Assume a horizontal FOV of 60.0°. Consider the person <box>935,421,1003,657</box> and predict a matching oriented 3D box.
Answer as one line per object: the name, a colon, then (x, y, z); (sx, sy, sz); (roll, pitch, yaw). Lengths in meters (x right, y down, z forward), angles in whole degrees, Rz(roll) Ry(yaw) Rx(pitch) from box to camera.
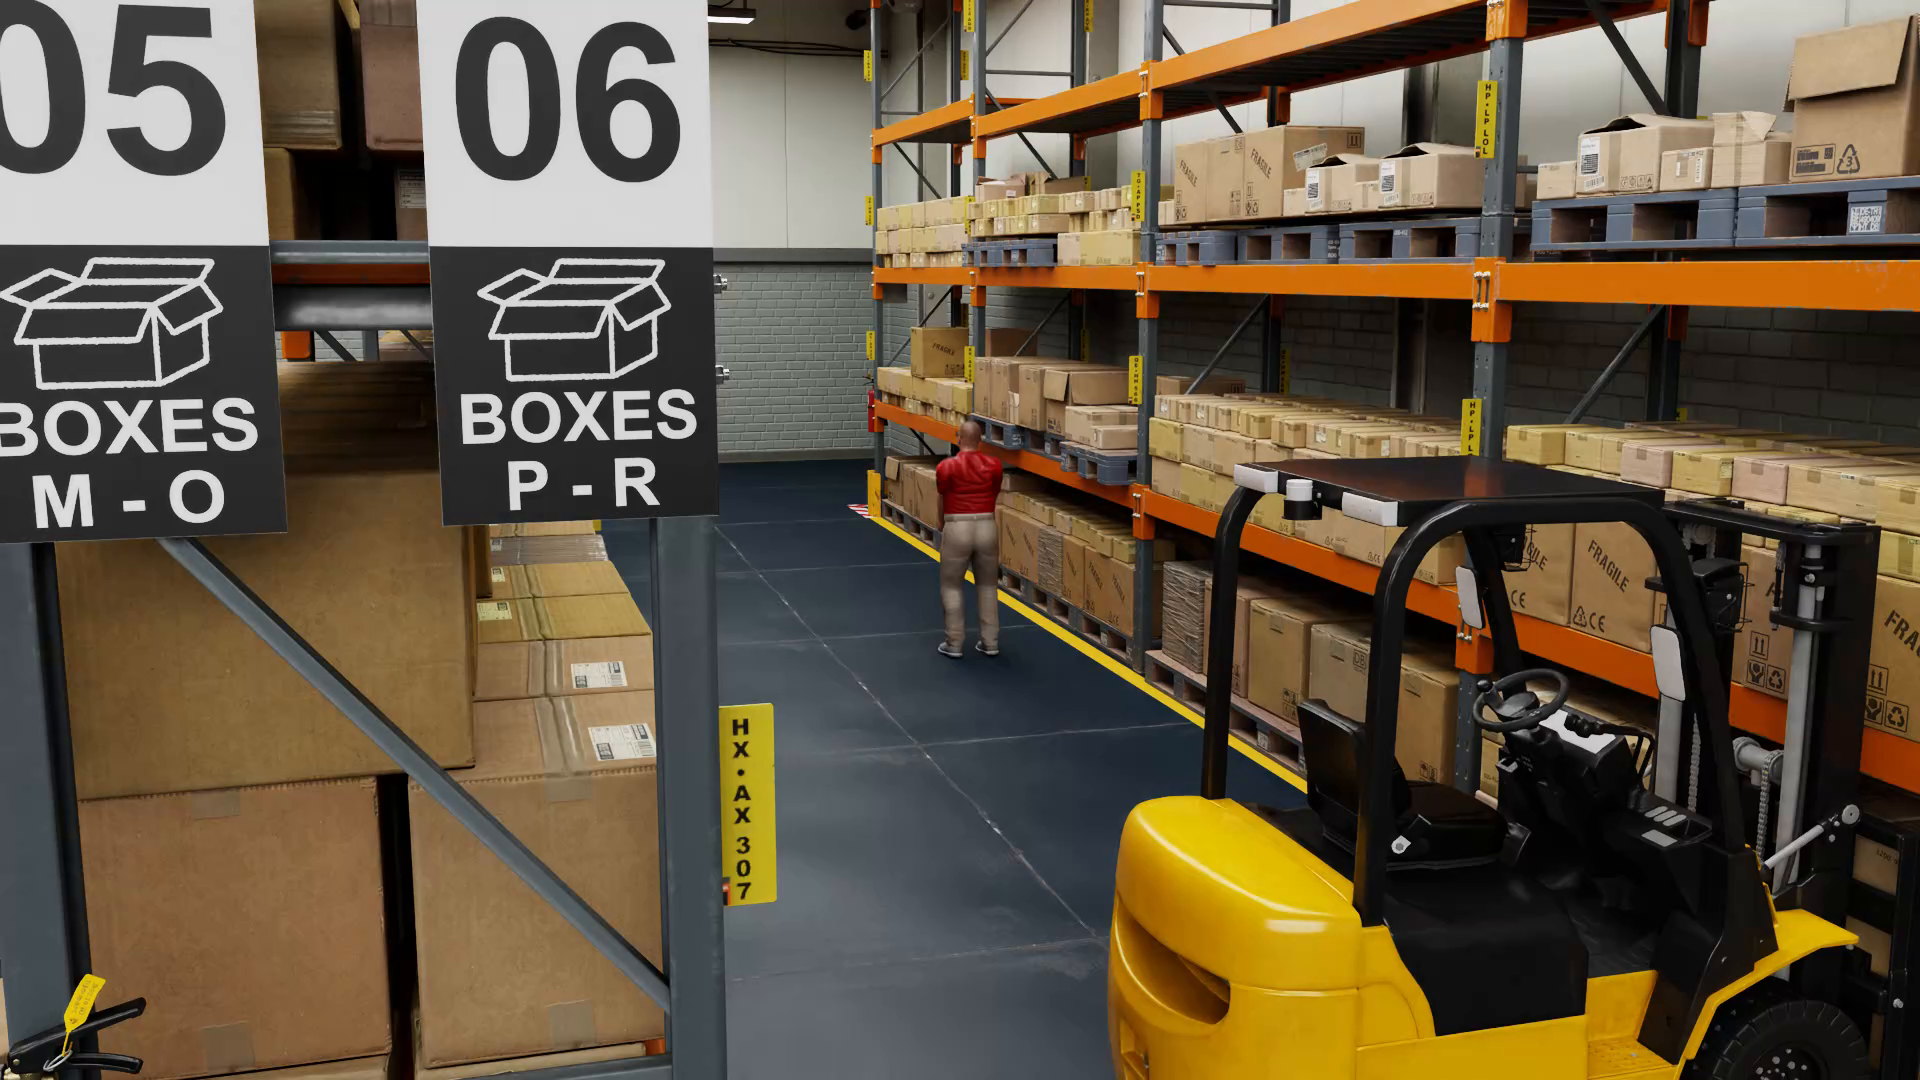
person: (0.036, -0.023, 12.111); (0.494, 1.717, 0.530); (-2, 9, -15)
